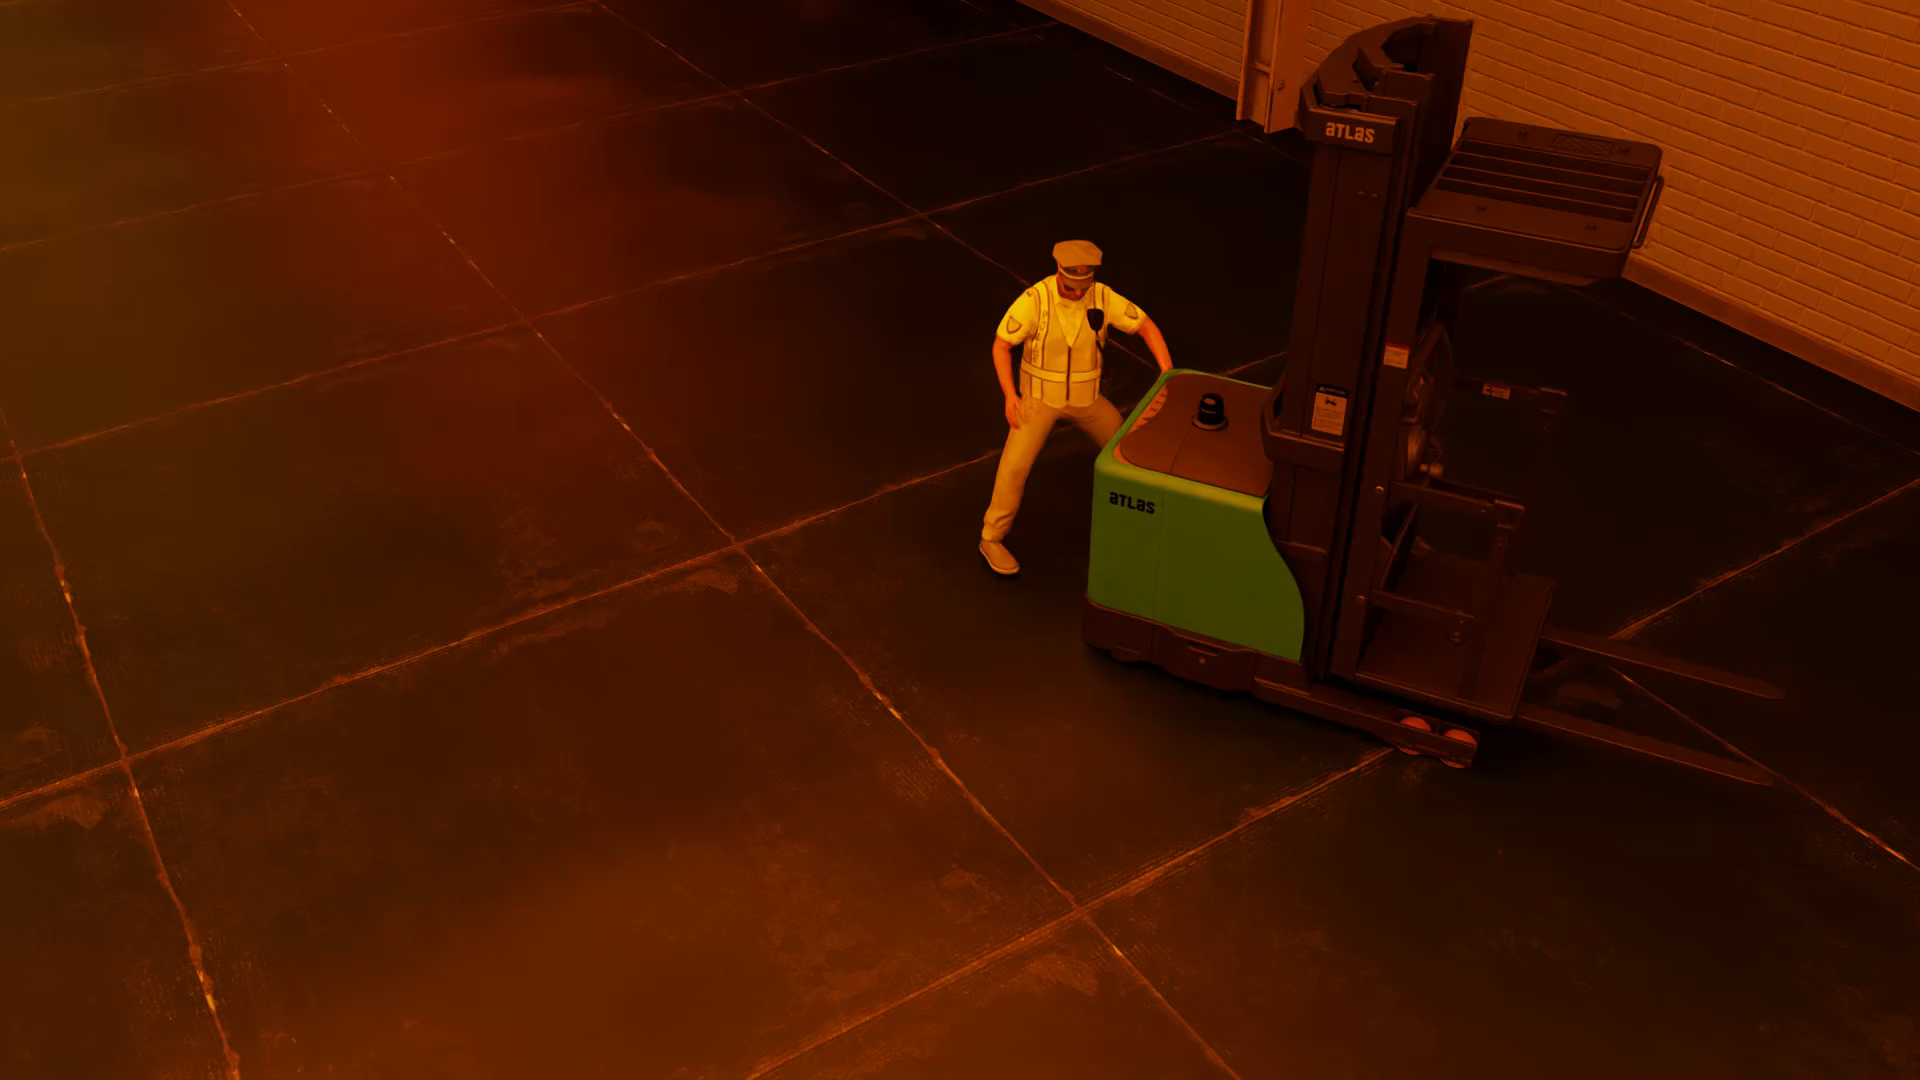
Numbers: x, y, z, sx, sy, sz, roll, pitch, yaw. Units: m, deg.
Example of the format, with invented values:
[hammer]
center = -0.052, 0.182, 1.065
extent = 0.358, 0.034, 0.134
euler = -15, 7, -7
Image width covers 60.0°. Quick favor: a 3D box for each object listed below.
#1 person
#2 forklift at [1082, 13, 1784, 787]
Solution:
[person]
center = 0.600, -0.716, 8.394
extent = 1.066, 1.600, 0.966
euler = -4, 35, -6
[forklift]
center = 2.138, -0.553, 6.934
extent = 3.031, 2.935, 1.130
euler = 16, 38, 21
